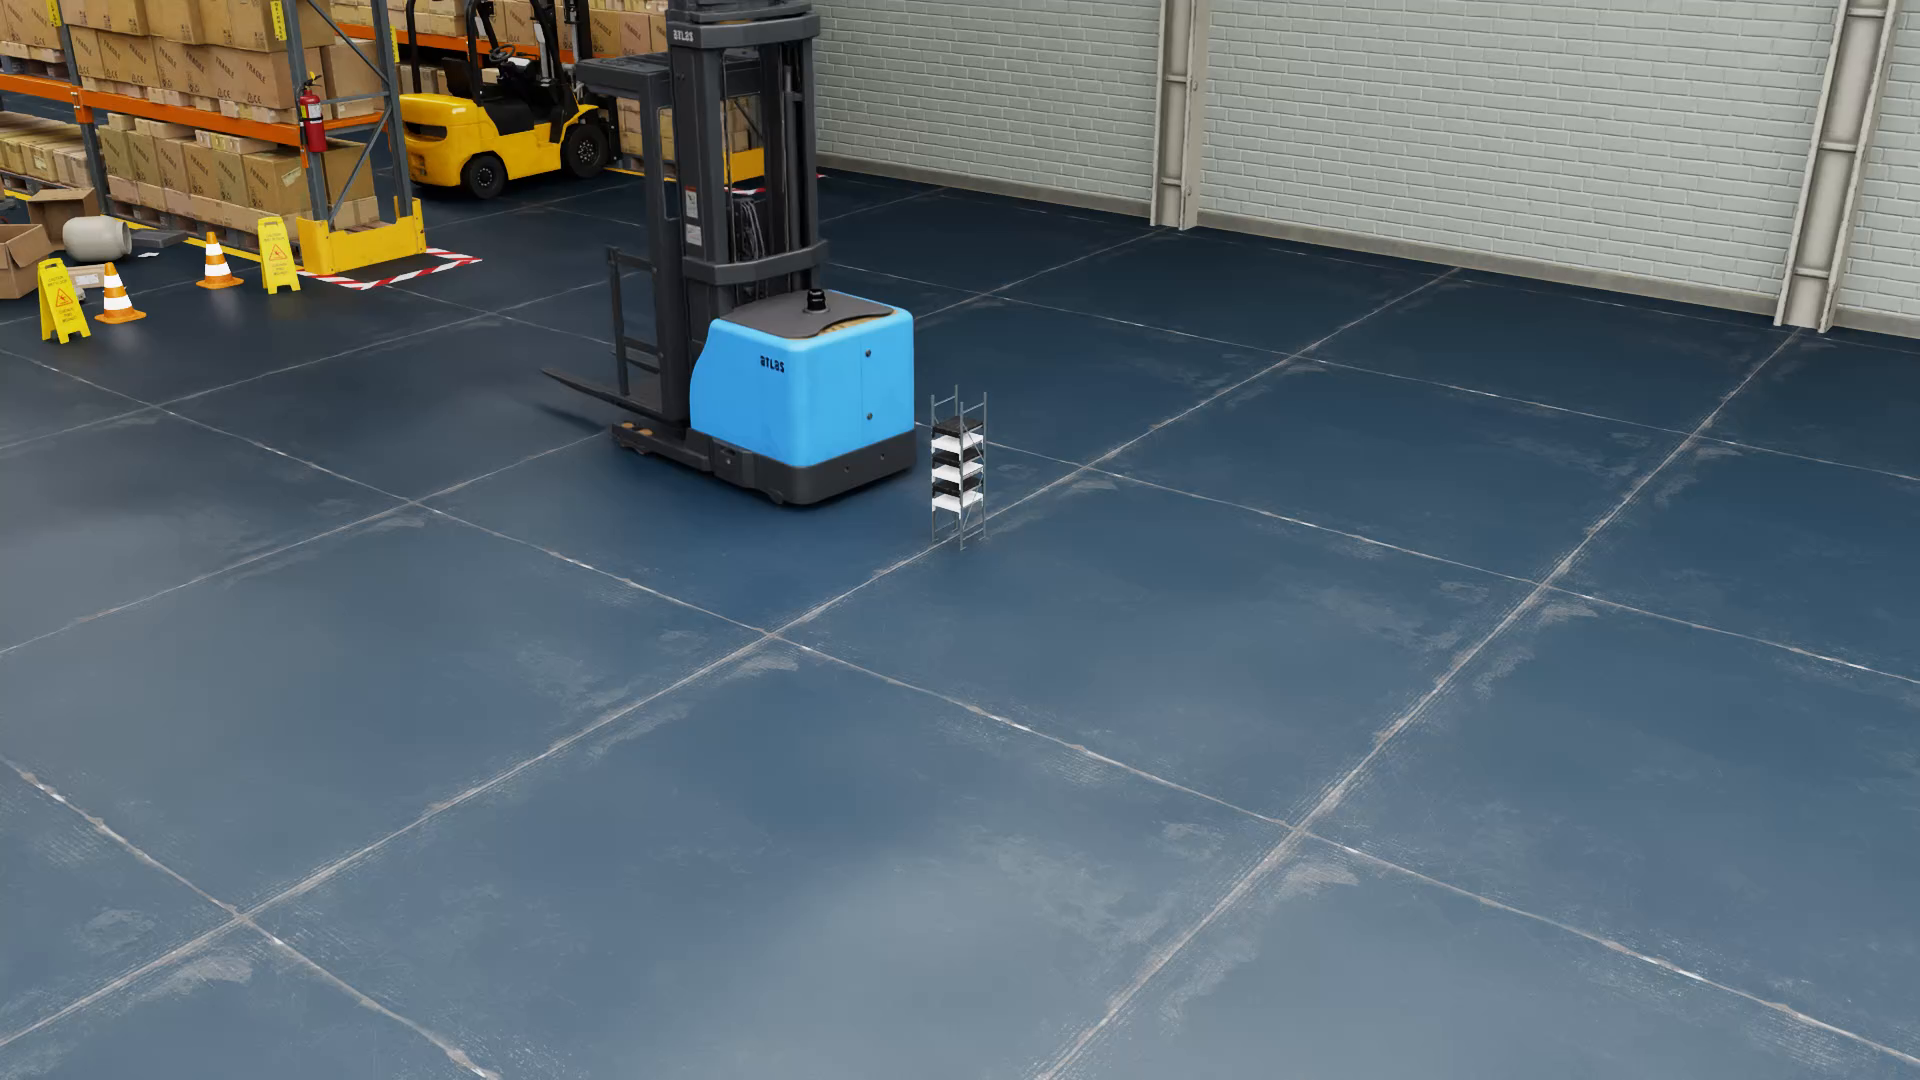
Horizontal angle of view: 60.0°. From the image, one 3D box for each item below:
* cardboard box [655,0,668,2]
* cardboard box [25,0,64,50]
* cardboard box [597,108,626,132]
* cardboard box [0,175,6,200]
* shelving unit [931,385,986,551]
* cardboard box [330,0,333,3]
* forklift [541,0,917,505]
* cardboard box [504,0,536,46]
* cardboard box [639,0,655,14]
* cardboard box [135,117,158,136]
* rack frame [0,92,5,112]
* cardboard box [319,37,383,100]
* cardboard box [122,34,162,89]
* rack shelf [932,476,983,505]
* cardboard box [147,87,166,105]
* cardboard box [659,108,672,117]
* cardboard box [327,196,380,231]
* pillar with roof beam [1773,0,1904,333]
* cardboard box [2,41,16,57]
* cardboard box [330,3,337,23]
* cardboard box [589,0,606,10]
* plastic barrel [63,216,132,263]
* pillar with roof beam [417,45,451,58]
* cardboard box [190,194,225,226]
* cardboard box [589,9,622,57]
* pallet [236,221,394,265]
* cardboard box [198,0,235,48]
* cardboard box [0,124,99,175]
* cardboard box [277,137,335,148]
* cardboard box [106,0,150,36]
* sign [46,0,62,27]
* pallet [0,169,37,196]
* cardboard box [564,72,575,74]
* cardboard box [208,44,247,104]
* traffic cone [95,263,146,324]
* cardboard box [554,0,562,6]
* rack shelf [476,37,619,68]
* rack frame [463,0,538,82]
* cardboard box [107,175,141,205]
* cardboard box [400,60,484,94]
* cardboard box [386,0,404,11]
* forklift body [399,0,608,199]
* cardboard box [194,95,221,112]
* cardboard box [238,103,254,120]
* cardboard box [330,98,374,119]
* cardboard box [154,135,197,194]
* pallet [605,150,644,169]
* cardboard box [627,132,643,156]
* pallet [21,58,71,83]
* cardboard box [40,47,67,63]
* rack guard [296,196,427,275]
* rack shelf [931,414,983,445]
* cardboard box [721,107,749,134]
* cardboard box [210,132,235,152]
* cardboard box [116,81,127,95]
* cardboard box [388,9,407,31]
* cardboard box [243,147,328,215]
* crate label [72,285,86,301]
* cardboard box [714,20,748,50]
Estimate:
[{"bbox_3d":[-3.214,-6.151,18.692,0.250,0.149,0.380,17,29,33],"label":"cardboard box"},{"bbox_3d":[-9.267,-5.380,17.227,0.500,0.500,0.500,16,29,32],"label":"cardboard box"},{"bbox_3d":[-3.983,-5.026,19.706,0.500,0.250,0.500,16,28,32],"label":"cardboard box"},{"bbox_3d":[-9.803,-3.590,16.338,0.500,0.500,0.500,17,29,33],"label":"cardboard box"},{"bbox_3d":[-0.006,-0.414,9.573,0.210,0.900,0.258,17,29,33],"label":"shelving unit"},{"bbox_3d":[-8.378,-7.391,22.370,0.500,0.250,0.500,18,29,35],"label":"cardboard box"},{"bbox_3d":[-1.693,-2.045,10.755,3.031,2.935,1.130,21,31,39],"label":"forklift"},{"bbox_3d":[-5.161,-6.305,20.215,0.500,0.500,0.500,17,29,34],"label":"cardboard box"},{"bbox_3d":[-3.424,-6.075,18.888,0.250,0.149,0.380,17,29,34],"label":"cardboard box"},{"bbox_3d":[-7.973,-4.140,16.580,0.250,0.149,0.380,18,30,35],"label":"cardboard box"},{"bbox_3d":[-11.961,-5.936,19.502,0.127,3.000,1.000,17,29,33],"label":"rack frame"},{"bbox_3d":[-5.772,-4.387,15.494,0.500,0.500,0.500,16,29,33],"label":"cardboard box"},{"bbox_3d":[-7.765,-4.715,16.237,0.500,0.500,0.500,17,29,33],"label":"cardboard box"},{"bbox_3d":[-0.006,-0.301,9.623,0.200,0.077,0.258,17,29,33],"label":"rack shelf"},{"bbox_3d":[-7.682,-4.362,16.241,0.250,0.149,0.380,17,29,34],"label":"cardboard box"},{"bbox_3d":[-3.141,-5.006,19.041,0.500,0.250,0.500,18,29,35],"label":"cardboard box"},{"bbox_3d":[-6.039,-3.220,16.226,0.500,0.250,0.500,17,29,33],"label":"cardboard box"},{"bbox_3d":[4.419,-4.517,8.842,0.400,9.000,9.100,17,29,33],"label":"pillar with roof beam"},{"bbox_3d":[-9.971,-5.262,17.763,0.250,0.149,0.380,17,29,34],"label":"cardboard box"},{"bbox_3d":[-8.379,-7.160,22.467,0.500,0.250,0.500,16,28,32],"label":"cardboard box"},{"bbox_3d":[-4.072,-6.242,19.268,0.250,0.149,0.380,17,29,34],"label":"cardboard box"},{"bbox_3d":[-8.120,-2.833,15.656,0.512,0.421,0.421,-5,24,-12],"label":"plastic barrel"},{"bbox_3d":[-9.985,-8.870,18.721,0.400,9.000,9.100,17,29,33],"label":"pillar with roof beam"},{"bbox_3d":[-7.199,-3.297,16.401,0.500,0.250,0.500,16,28,31],"label":"cardboard box"},{"bbox_3d":[-3.956,-5.936,19.378,0.500,0.500,0.500,16,29,32],"label":"cardboard box"},{"bbox_3d":[-6.249,-2.952,16.187,1.213,0.211,1.003,17,29,33],"label":"pallet"},{"bbox_3d":[-6.499,-4.819,15.233,0.500,0.500,0.700,17,29,34],"label":"cardboard box"},{"bbox_3d":[-10.316,-4.425,18.810,0.625,0.372,0.950,18,29,35],"label":"cardboard box"},{"bbox_3d":[-6.479,-3.693,16.372,0.500,0.500,0.500,16,28,31],"label":"cardboard box"},{"bbox_3d":[-7.757,-5.171,16.033,0.500,0.500,0.700,16,28,32],"label":"cardboard box"},{"bbox_3d":[-9.090,-5.319,16.665,0.005,0.325,0.100,17,29,33],"label":"sign"},{"bbox_3d":[-10.364,-4.175,18.964,1.213,0.211,1.003,17,29,33],"label":"pallet"},{"bbox_3d":[-4.779,-5.501,20.164,0.500,0.250,0.500,18,29,35],"label":"cardboard box"},{"bbox_3d":[-6.556,-4.348,15.406,0.500,0.500,0.500,17,29,33],"label":"cardboard box"},{"bbox_3d":[-7.070,-2.088,13.915,0.334,0.463,0.336,17,29,33],"label":"traffic cone"},{"bbox_3d":[-4.682,-6.433,19.701,0.250,0.149,0.380,16,28,32],"label":"cardboard box"},{"bbox_3d":[-4.185,-5.758,19.991,4.000,0.370,1.077,17,29,33],"label":"rack shelf"},{"bbox_3d":[-5.786,-6.571,20.943,0.127,3.000,1.000,17,29,33],"label":"rack frame"},{"bbox_3d":[-8.450,-3.673,17.255,0.500,0.250,0.500,15,28,31],"label":"cardboard box"},{"bbox_3d":[-6.826,-5.989,22.047,0.625,0.625,0.875,16,29,33],"label":"cardboard box"},{"bbox_3d":[-7.154,-7.015,21.517,0.500,0.250,0.500,17,29,34],"label":"cardboard box"},{"bbox_3d":[-5.197,-5.085,18.624,1.214,2.155,2.313,17,29,33],"label":"forklift body"},{"bbox_3d":[-7.052,-4.195,15.861,0.250,0.149,0.380,16,29,33],"label":"cardboard box"},{"bbox_3d":[-6.448,-4.002,15.425,0.250,0.149,0.380,16,29,32],"label":"cardboard box"},{"bbox_3d":[-5.707,-4.035,15.500,0.250,0.149,0.380,17,29,33],"label":"cardboard box"},{"bbox_3d":[-7.600,-3.764,16.533,0.500,0.500,0.500,19,30,36],"label":"cardboard box"},{"bbox_3d":[-4.194,-4.794,20.369,1.213,0.211,1.003,17,29,33],"label":"pallet"},{"bbox_3d":[-3.543,-4.673,19.524,0.500,0.250,0.500,17,29,33],"label":"cardboard box"},{"bbox_3d":[-9.284,-5.113,17.871,1.213,0.211,1.003,17,29,33],"label":"pallet"},{"bbox_3d":[-9.337,-5.081,17.353,0.250,0.149,0.380,17,29,34],"label":"cardboard box"},{"bbox_3d":[-5.620,-2.876,15.657,0.348,0.500,1.175,17,29,33],"label":"rack guard"},{"bbox_3d":[-0.006,-0.630,9.478,0.200,0.077,0.258,17,29,33],"label":"rack shelf"},{"bbox_3d":[-2.837,-4.947,19.527,0.500,0.250,0.500,17,29,34],"label":"cardboard box"},{"bbox_3d":[-6.890,-3.814,15.840,0.250,0.149,0.380,17,29,34],"label":"cardboard box"},{"bbox_3d":[-8.236,-4.575,16.725,0.250,0.149,0.380,17,29,33],"label":"cardboard box"},{"bbox_3d":[-7.131,-6.790,21.626,0.500,0.250,0.500,17,29,34],"label":"cardboard box"},{"bbox_3d":[-6.356,-3.388,15.679,0.500,0.500,0.500,17,29,34],"label":"cardboard box"},{"bbox_3d":[-7.737,-2.109,14.367,0.298,0.136,0.250,3,24,6],"label":"crate label"},{"bbox_3d":[-2.815,-5.859,19.203,0.500,0.500,0.500,18,29,35],"label":"cardboard box"}]
